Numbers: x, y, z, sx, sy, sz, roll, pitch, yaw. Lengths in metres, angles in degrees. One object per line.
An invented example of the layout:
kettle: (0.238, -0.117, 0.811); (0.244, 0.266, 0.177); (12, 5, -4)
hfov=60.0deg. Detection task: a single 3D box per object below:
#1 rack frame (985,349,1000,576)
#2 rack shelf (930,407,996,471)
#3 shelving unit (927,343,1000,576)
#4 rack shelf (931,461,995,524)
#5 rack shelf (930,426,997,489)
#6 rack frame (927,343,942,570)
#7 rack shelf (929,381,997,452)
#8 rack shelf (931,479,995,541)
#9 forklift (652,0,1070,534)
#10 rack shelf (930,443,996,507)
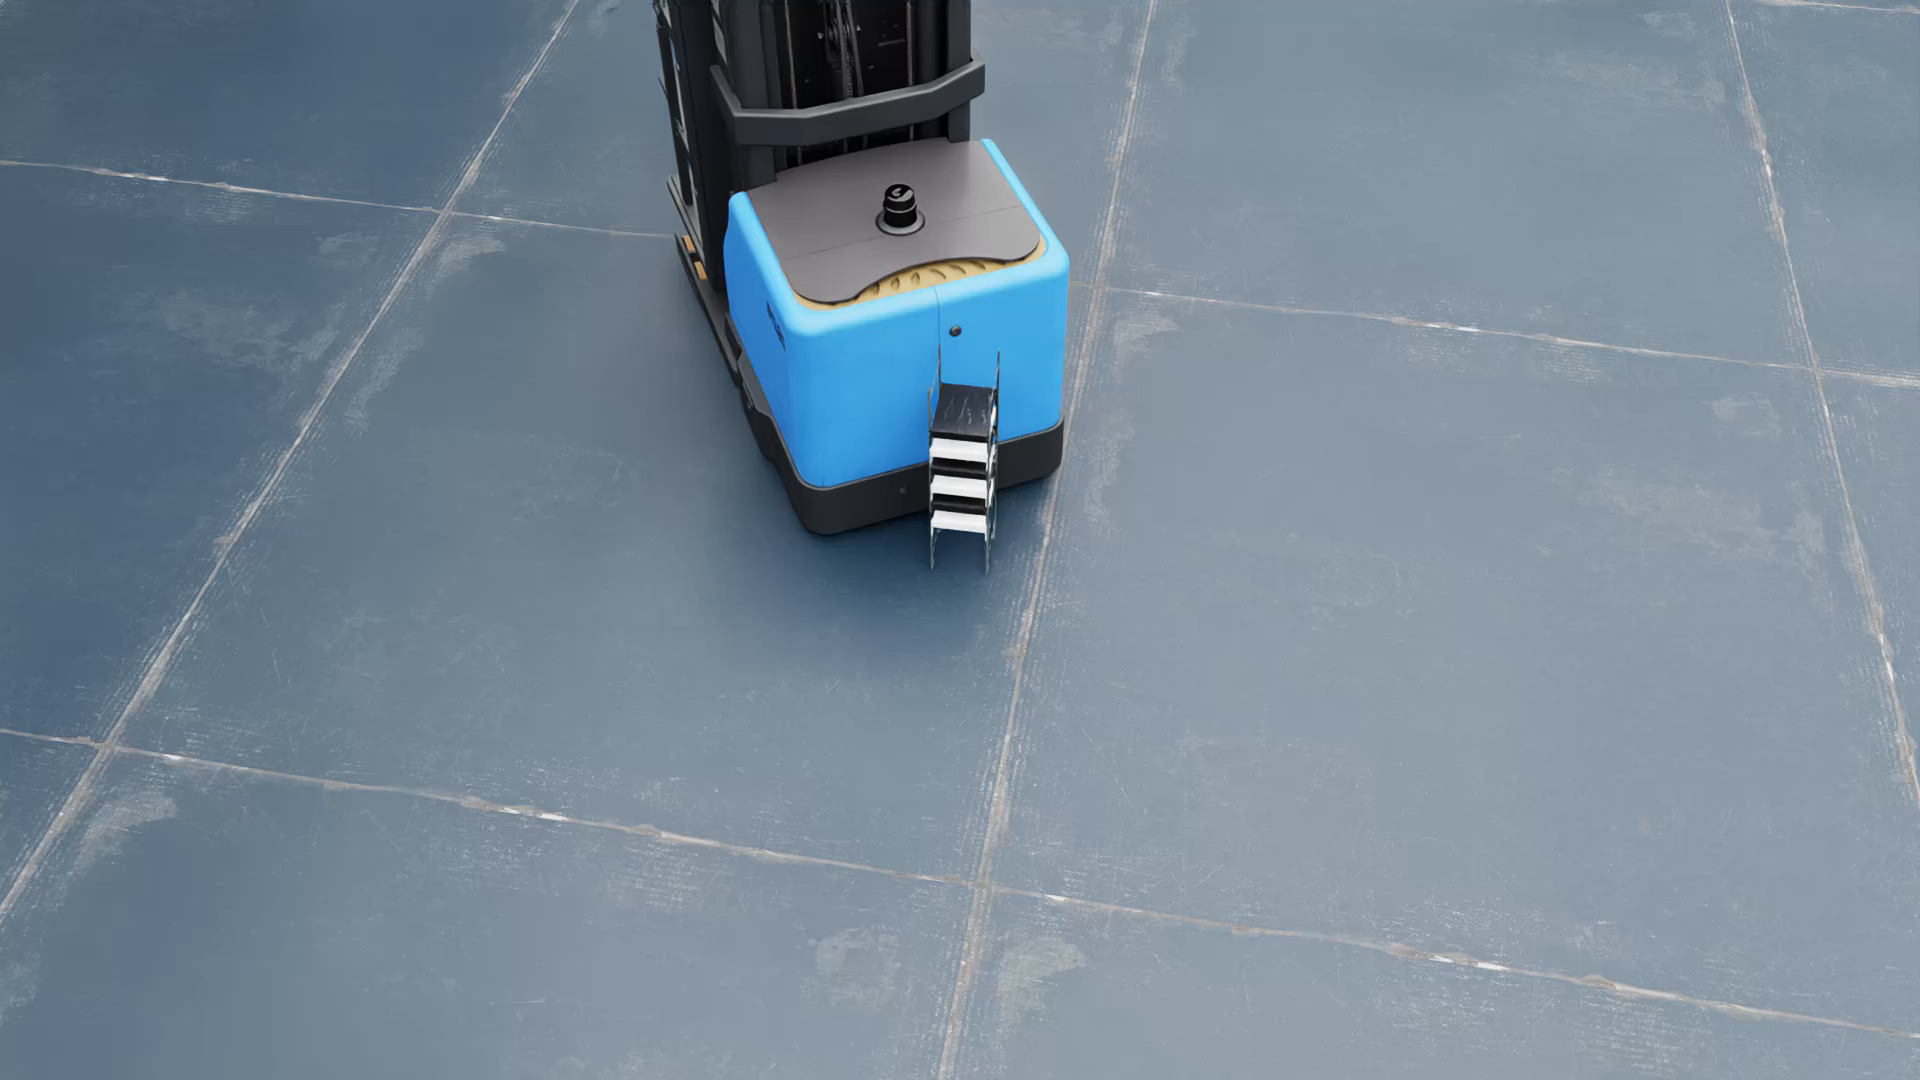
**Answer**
rack frame: (0.115, -0.255, 5.874); (0.006, 0.900, 0.240); (6, 48, 6)
rack shelf: (0.014, -0.364, 5.775); (0.200, 0.077, 0.258); (6, 48, 6)
shelving unit: (0.014, -0.266, 5.884); (0.210, 0.900, 0.258); (6, 48, 6)
rack shelf: (0.014, -0.184, 5.976); (0.200, 0.077, 0.258); (6, 48, 6)
rack shelf: (0.014, -0.304, 5.842); (0.200, 0.077, 0.258); (6, 48, 6)
rack frame: (-0.086, -0.278, 5.895); (0.006, 0.900, 0.240); (6, 48, 6)
rack shelf: (0.014, -0.425, 5.708); (0.200, 0.077, 0.258); (6, 48, 6)
rack shelf: (0.014, -0.124, 6.043); (0.200, 0.077, 0.258); (6, 48, 6)
forklift: (-0.598, -2.121, 6.186); (1.130, 2.935, 3.031); (-16, 50, -14)
rack shelf: (0.014, -0.244, 5.909); (0.200, 0.077, 0.258); (6, 48, 6)
